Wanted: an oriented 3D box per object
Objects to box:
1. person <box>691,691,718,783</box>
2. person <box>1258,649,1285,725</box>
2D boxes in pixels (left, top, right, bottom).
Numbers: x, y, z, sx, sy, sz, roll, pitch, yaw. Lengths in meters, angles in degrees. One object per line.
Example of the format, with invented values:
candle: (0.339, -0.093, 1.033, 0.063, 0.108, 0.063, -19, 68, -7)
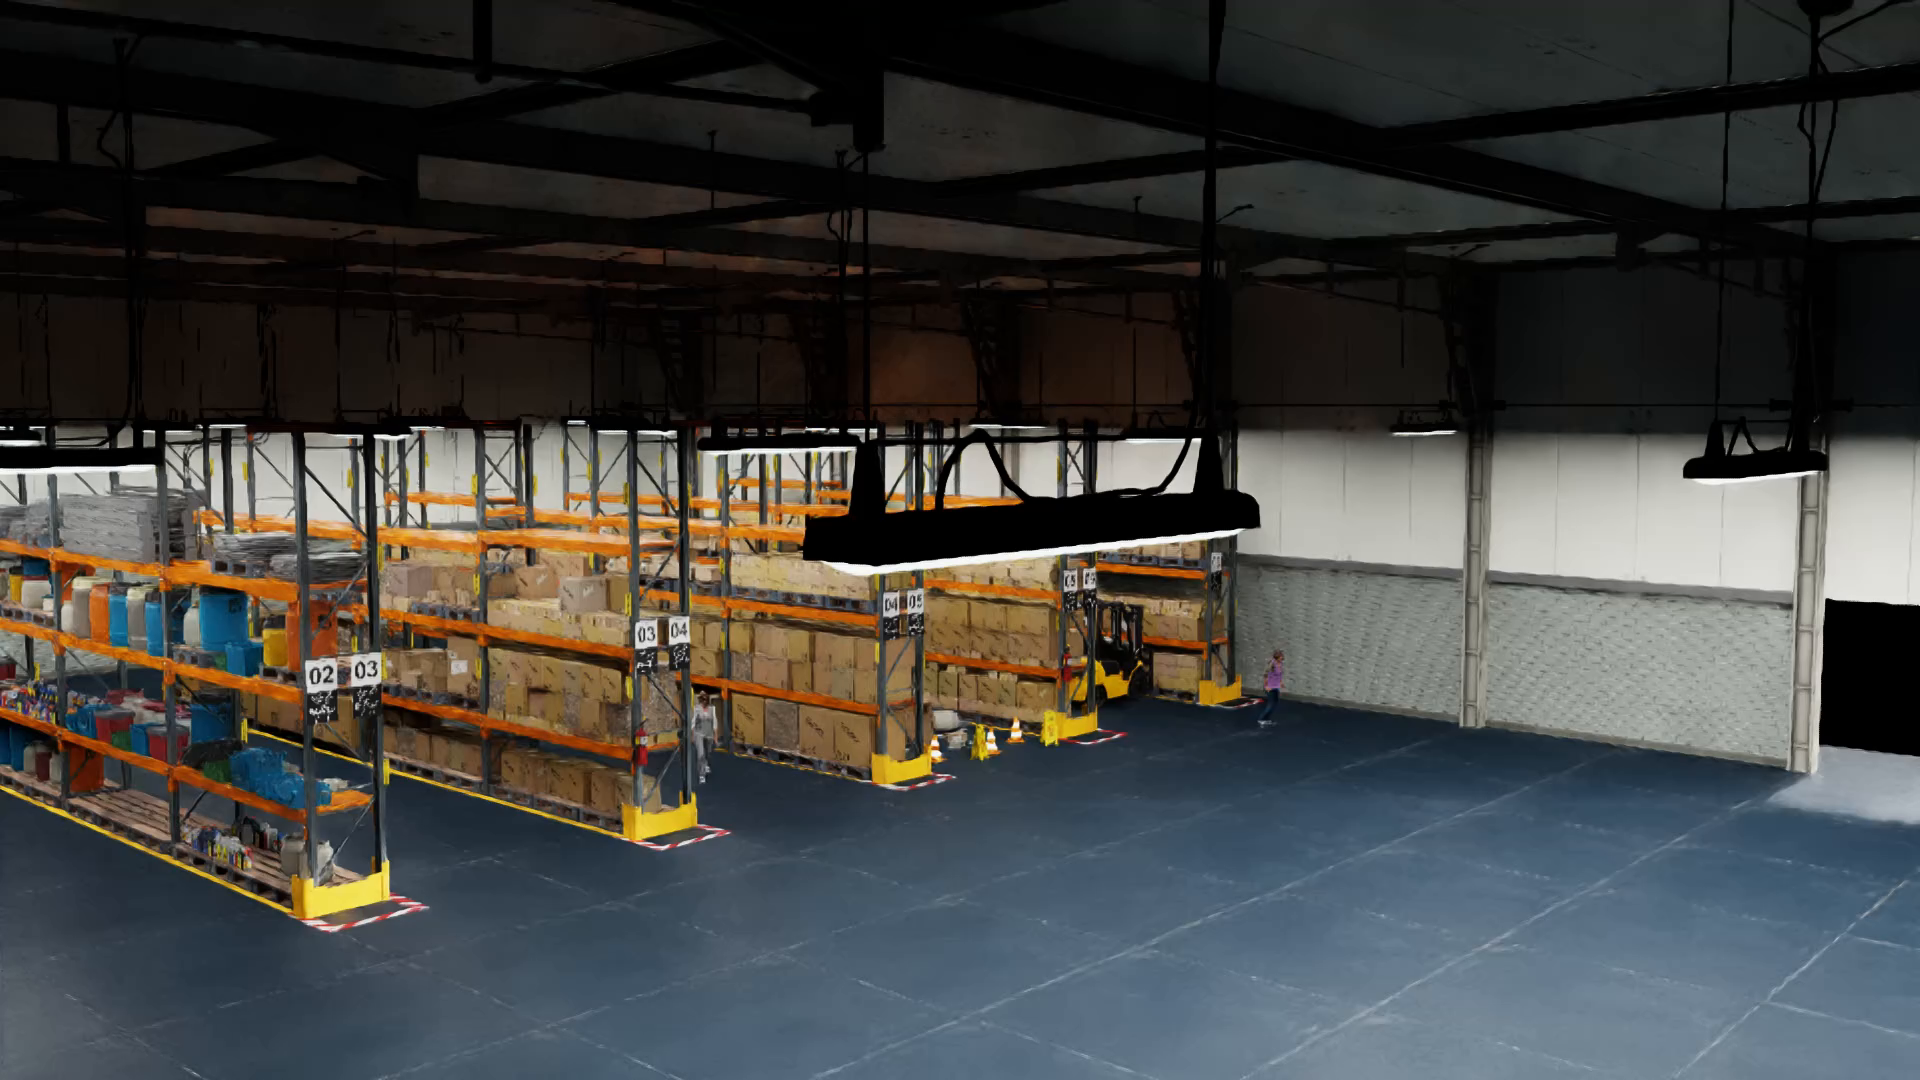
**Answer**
person: (-4.318, 3.272, 28.015, 0.461, 1.522, 0.861, -2, 5, -26)
person: (6.123, 2.898, 32.701, 0.519, 1.541, 0.566, 4, 6, 40)
